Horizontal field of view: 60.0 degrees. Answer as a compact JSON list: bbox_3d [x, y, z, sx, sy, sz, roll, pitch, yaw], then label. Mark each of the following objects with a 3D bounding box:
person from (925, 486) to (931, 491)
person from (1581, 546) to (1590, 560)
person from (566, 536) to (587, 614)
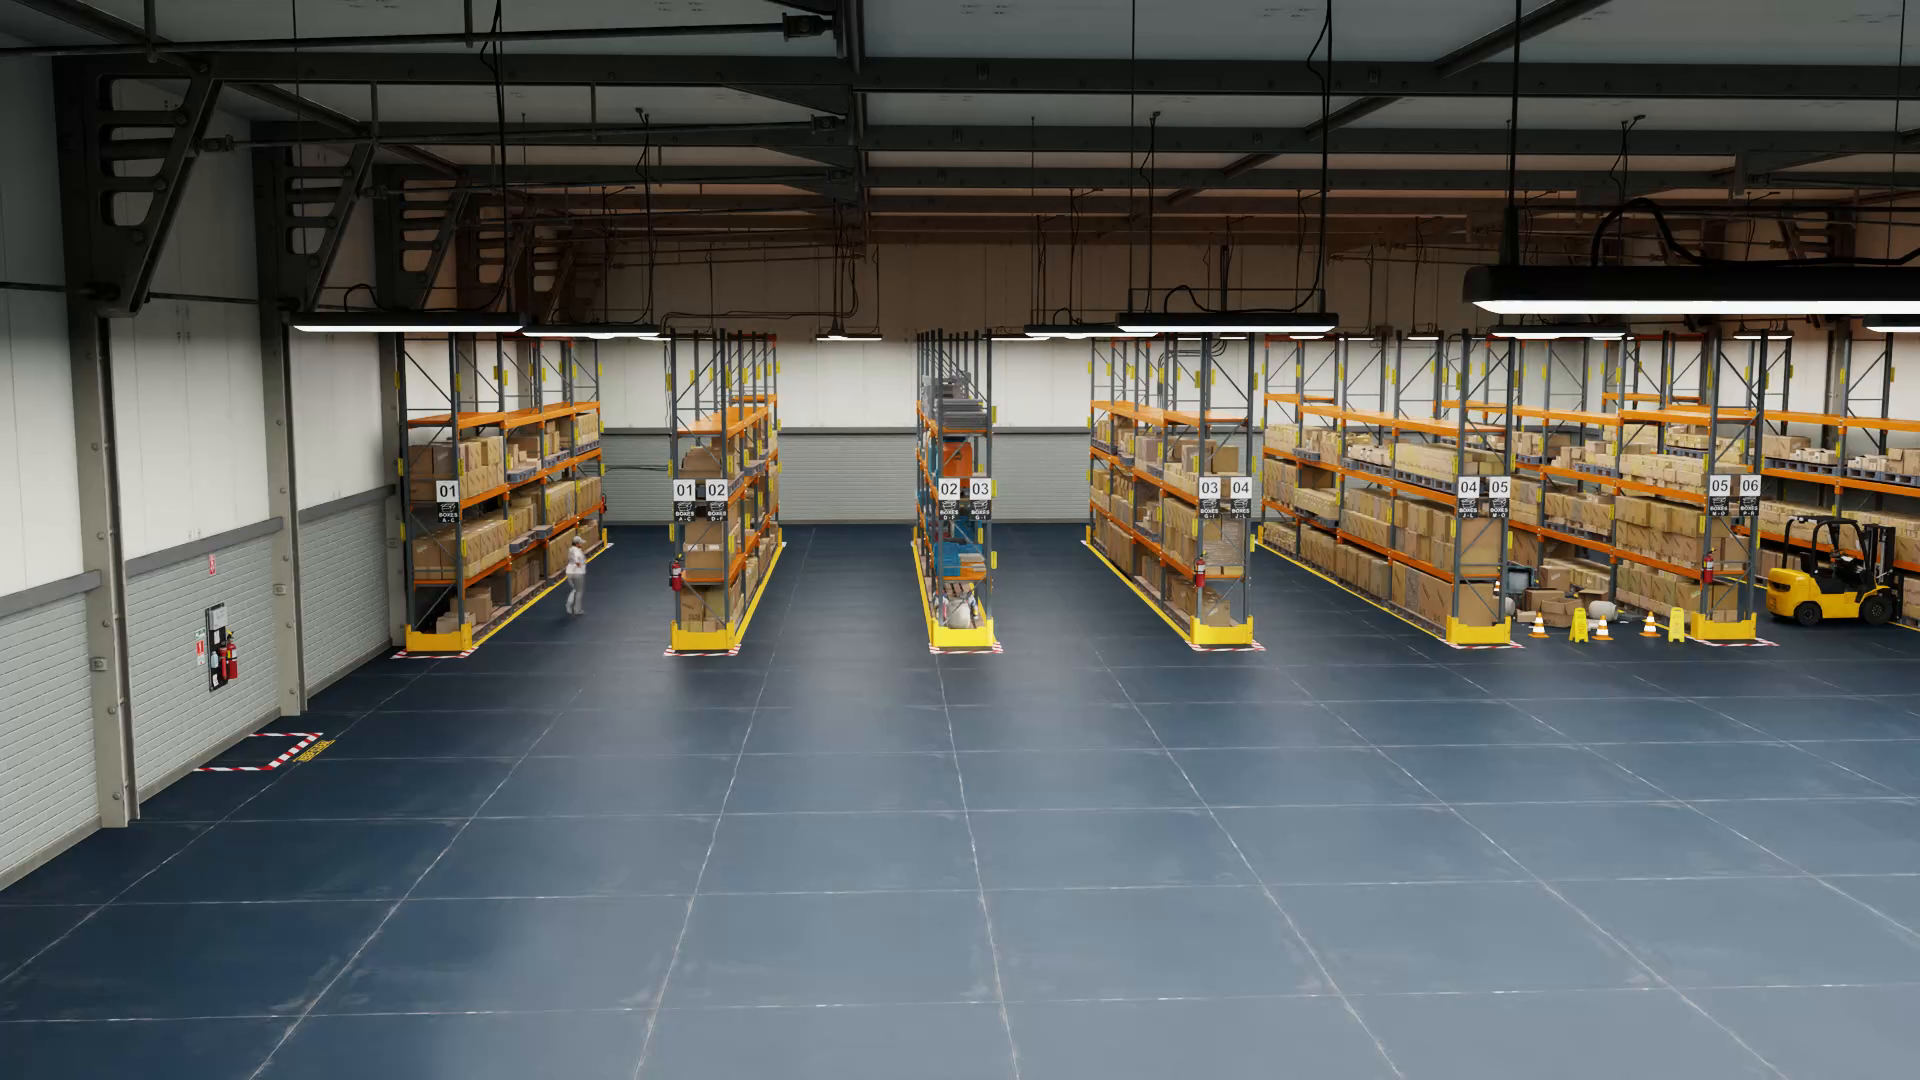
[{"bbox_3d":[-0.819,-1.019,50.069,0.482,1.695,0.416,1,7,10],"label":"person"},{"bbox_3d":[16.399,-0.285,43.915,0.549,1.719,0.529,-5,8,-35],"label":"person"},{"bbox_3d":[-8.106,0.741,35.233,0.495,1.667,0.461,4,8,33],"label":"person"}]
